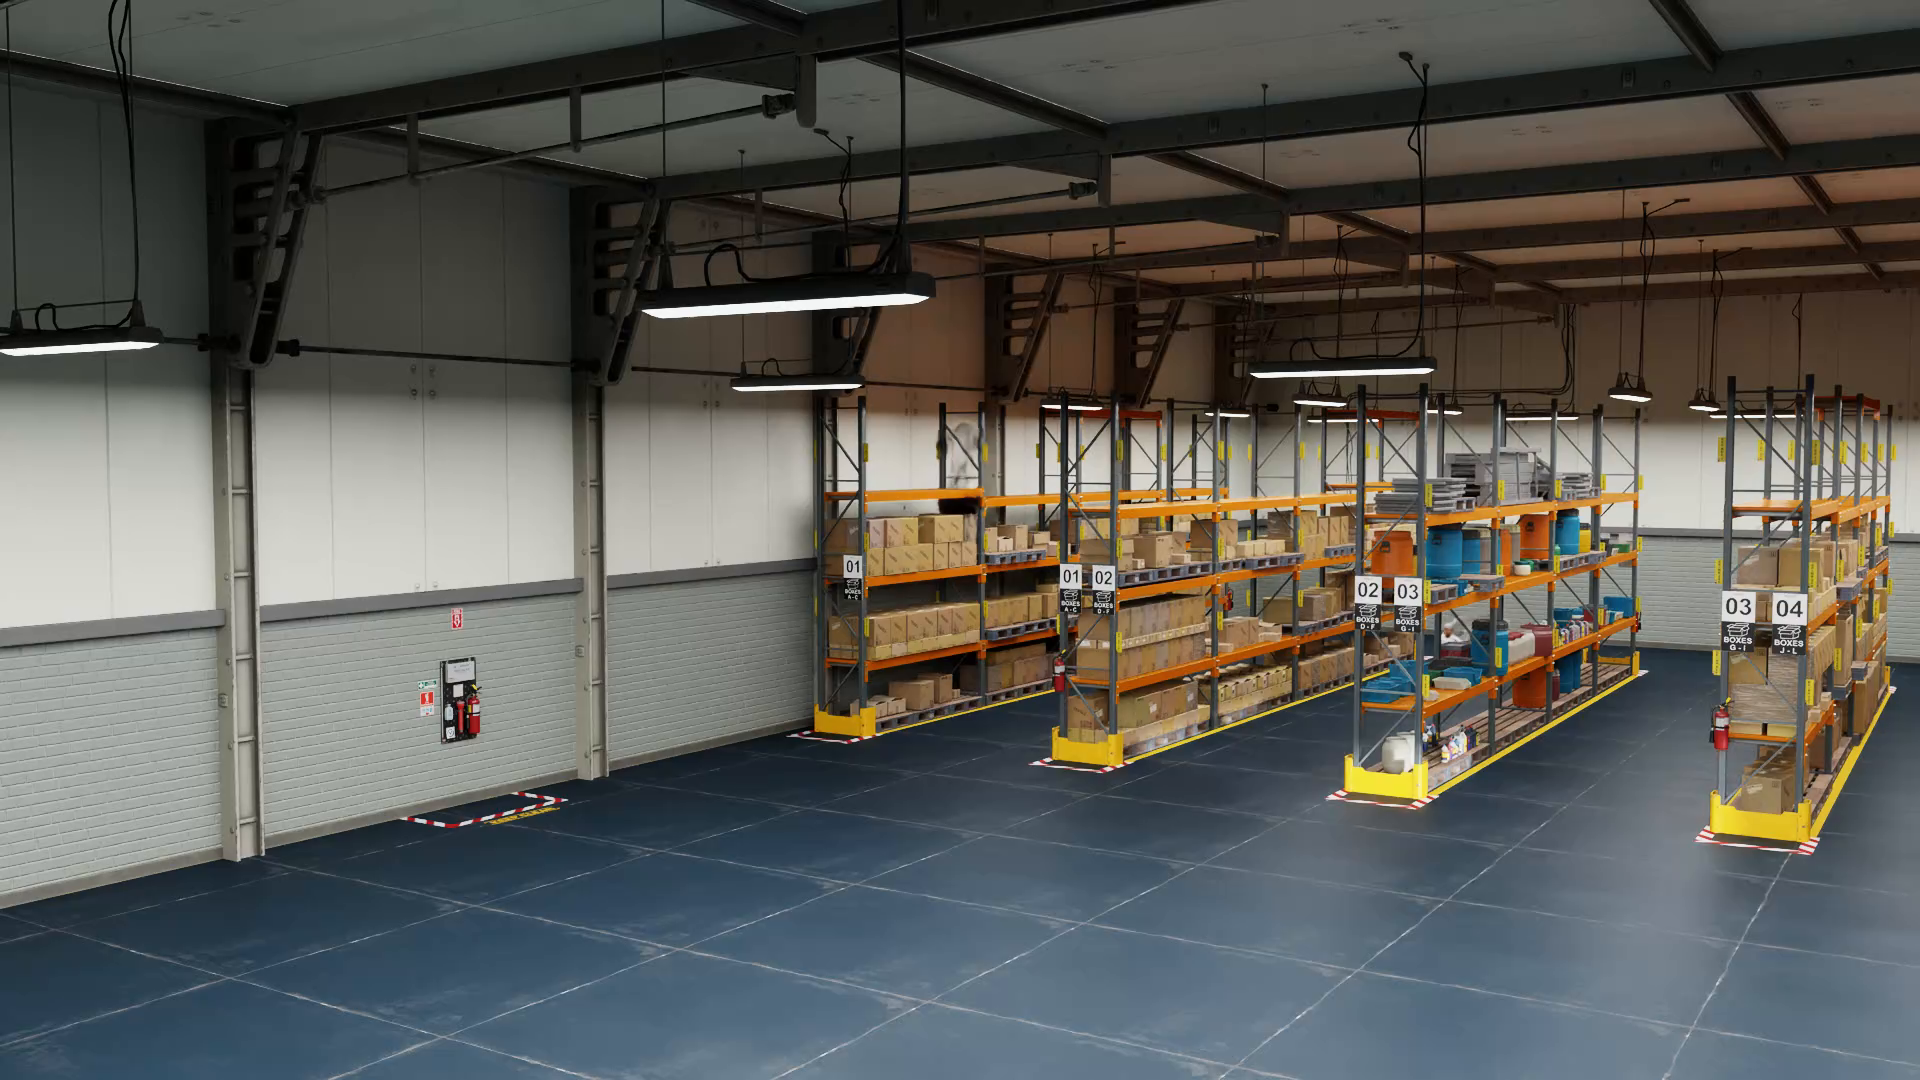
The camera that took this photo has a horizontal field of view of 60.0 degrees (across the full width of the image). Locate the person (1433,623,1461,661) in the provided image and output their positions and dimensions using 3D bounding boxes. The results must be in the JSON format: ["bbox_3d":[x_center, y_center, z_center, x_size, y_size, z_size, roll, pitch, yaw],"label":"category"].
[{"bbox_3d":[9.658,2.453,33.003,0.587,1.619,0.653,2,3,30],"label":"person"}]
